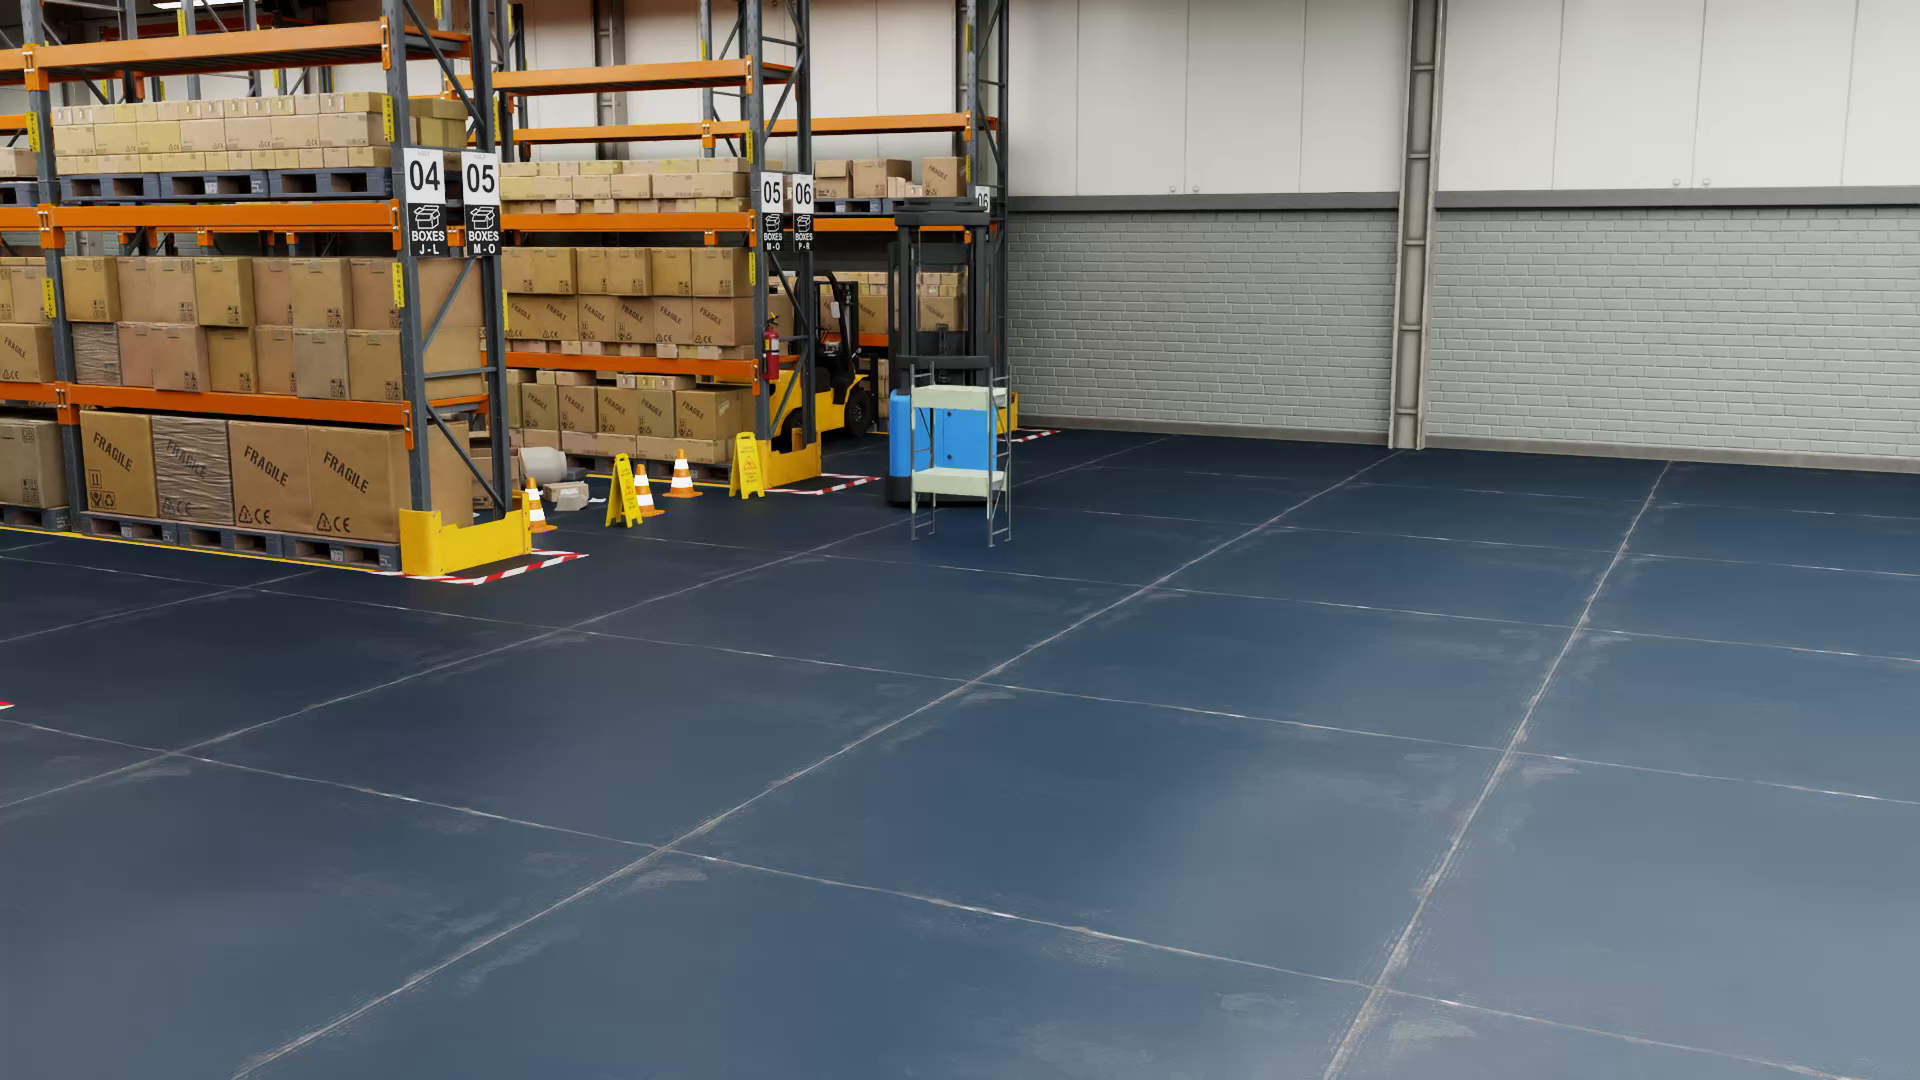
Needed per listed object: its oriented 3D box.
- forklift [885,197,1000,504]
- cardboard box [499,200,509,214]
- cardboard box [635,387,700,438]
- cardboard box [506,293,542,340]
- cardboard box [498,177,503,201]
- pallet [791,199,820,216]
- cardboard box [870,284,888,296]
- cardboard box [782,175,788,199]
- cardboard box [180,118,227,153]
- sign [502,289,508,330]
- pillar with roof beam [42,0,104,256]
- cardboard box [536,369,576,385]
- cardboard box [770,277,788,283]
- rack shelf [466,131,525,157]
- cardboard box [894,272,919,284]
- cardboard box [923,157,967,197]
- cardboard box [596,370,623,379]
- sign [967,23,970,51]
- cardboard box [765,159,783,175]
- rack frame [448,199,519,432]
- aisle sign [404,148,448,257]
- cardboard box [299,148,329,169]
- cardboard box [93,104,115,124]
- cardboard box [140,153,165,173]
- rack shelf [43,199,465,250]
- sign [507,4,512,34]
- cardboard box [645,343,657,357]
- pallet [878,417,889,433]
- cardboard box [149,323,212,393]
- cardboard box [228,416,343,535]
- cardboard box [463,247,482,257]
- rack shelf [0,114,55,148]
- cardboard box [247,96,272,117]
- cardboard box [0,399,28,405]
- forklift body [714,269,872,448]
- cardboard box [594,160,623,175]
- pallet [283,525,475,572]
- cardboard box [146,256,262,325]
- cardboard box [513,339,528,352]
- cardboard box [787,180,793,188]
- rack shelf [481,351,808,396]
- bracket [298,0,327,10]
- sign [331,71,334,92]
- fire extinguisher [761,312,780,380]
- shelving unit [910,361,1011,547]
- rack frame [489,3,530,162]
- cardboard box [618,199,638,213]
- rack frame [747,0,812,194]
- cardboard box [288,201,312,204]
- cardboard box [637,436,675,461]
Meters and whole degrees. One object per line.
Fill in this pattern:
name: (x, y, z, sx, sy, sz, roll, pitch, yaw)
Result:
forklift: (-0.189, -2.008, 17.093, 1.130, 2.935, 3.031, 0, 10, -1)
cardboard box: (-5.039, -3.673, 18.383, 0.250, 0.149, 0.380, 5, 11, 26)
cardboard box: (-3.136, -1.384, 17.888, 0.500, 0.500, 0.500, 6, 12, 28)
cardboard box: (-4.688, -2.495, 18.475, 0.500, 0.500, 0.500, 5, 11, 26)
cardboard box: (-5.146, -3.884, 18.432, 0.500, 0.250, 0.500, 5, 11, 25)
pallet: (-2.450, -4.576, 22.920, 1.213, 0.211, 1.003, 5, 11, 26)
cardboard box: (-1.000, -3.323, 22.068, 0.250, 0.149, 0.380, 5, 11, 24)
cardboard box: (-2.165, -3.730, 17.578, 0.500, 0.250, 0.500, 5, 11, 25)
cardboard box: (-5.844, -3.218, 13.290, 0.500, 0.250, 0.500, 5, 11, 26)
sign: (-3.681, -1.853, 13.395, 0.005, 0.325, 0.100, 5, 11, 26)
pillar with roof beam: (-17.912, -6.774, 26.389, 0.548, 9.000, 9.100, 5, 11, 26)
cardboard box: (-4.463, -1.807, 18.404, 0.250, 0.149, 0.380, 6, 12, 28)
cardboard box: (-2.379, -3.588, 22.694, 0.250, 0.149, 0.380, 5, 12, 27)
rack shelf: (-8.607, -6.081, 25.705, 4.000, 0.370, 1.077, 5, 11, 26)
cardboard box: (-0.726, -3.463, 22.007, 0.250, 0.149, 0.380, 5, 11, 26)
cardboard box: (-0.144, -4.669, 21.441, 0.500, 0.500, 0.500, 5, 12, 28)
cardboard box: (-5.067, -2.406, 24.589, 0.625, 0.625, 0.875, 5, 11, 23)
sign: (0.108, -6.257, 20.689, 0.005, 0.325, 0.100, 5, 11, 26)
cardboard box: (-2.061, -3.904, 17.423, 0.250, 0.149, 0.380, 5, 11, 25)
rack frame: (-5.420, -2.414, 19.146, 0.127, 3.000, 1.000, 5, 11, 26)
aisle sign: (-4.001, -2.526, 12.465, 0.004, 0.787, 0.394, 5, 11, 26)
cardboard box: (-4.836, -2.921, 12.768, 0.250, 0.149, 0.380, 5, 11, 27)
cardboard box: (-6.887, -3.493, 13.693, 0.250, 0.149, 0.380, 5, 11, 25)
cardboard box: (-6.430, -3.061, 13.543, 0.250, 0.149, 0.380, 5, 11, 25)
rack shelf: (-5.726, -2.580, 13.660, 4.000, 0.370, 1.077, 5, 11, 26)
sign: (-5.163, -5.950, 18.992, 0.005, 0.325, 0.100, 5, 11, 26)
cardboard box: (-3.171, -2.054, 17.865, 0.250, 0.149, 0.380, 5, 11, 27)
pallet: (-0.344, -1.573, 22.330, 1.213, 0.211, 1.003, 5, 11, 26)
cardboard box: (-6.248, -1.561, 14.012, 0.550, 0.550, 0.875, 5, 11, 26)
cardboard box: (-5.359, -0.573, 13.762, 0.875, 0.875, 0.875, 5, 11, 25)
cardboard box: (-5.121, -3.032, 18.638, 0.500, 0.500, 0.700, 5, 11, 25)
rack shelf: (-10.800, -5.288, 21.324, 4.000, 0.370, 1.077, 5, 11, 26)
cardboard box: (-5.294, -3.353, 12.920, 0.250, 0.149, 0.380, 5, 11, 26)
cardboard box: (-13.109, -2.057, 23.188, 0.875, 0.438, 0.875, 5, 11, 25)
forklift body: (-2.147, -2.332, 21.077, 1.214, 2.155, 2.313, 5, 11, 26)
cardboard box: (-3.656, -3.939, 17.613, 0.250, 0.149, 0.380, 5, 12, 27)
pallet: (-4.684, 0.021, 13.520, 1.213, 0.211, 1.003, 5, 11, 26)
cardboard box: (-6.235, -2.097, 13.940, 0.550, 0.550, 0.875, 5, 11, 26)
cardboard box: (-4.778, -2.187, 18.595, 0.250, 0.149, 0.380, 5, 11, 26)
cardboard box: (-2.588, -4.791, 22.645, 0.500, 0.311, 0.500, 5, 12, 27)
rack shelf: (-3.626, -1.902, 18.339, 4.000, 0.370, 1.077, 5, 11, 26)
bracket: (-10.411, -8.670, 26.761, 0.430, 0.232, 0.235, 5, 11, 26)
sign: (-10.160, -7.416, 26.871, 0.005, 0.325, 0.100, 5, 11, 26)
fire extinguisher: (-1.934, -1.978, 16.955, 0.183, 0.674, 0.296, 5, 11, 26)
shelving unit: (0.006, -0.737, 14.094, 0.755, 1.500, 0.431, 5, 11, 26)
rack frame: (-6.814, -6.474, 24.735, 0.127, 3.000, 1.000, 5, 11, 26)
cardboard box: (-3.412, -3.540, 17.650, 0.250, 0.149, 0.380, 5, 11, 24)
rack frame: (-1.832, -5.051, 16.870, 0.127, 3.000, 1.000, 5, 11, 26)
cardboard box: (-7.626, -4.140, 19.972, 0.637, 0.503, 0.797, 5, 11, 26)
cardboard box: (-3.137, -1.015, 17.959, 0.500, 0.250, 0.500, 5, 11, 26)
